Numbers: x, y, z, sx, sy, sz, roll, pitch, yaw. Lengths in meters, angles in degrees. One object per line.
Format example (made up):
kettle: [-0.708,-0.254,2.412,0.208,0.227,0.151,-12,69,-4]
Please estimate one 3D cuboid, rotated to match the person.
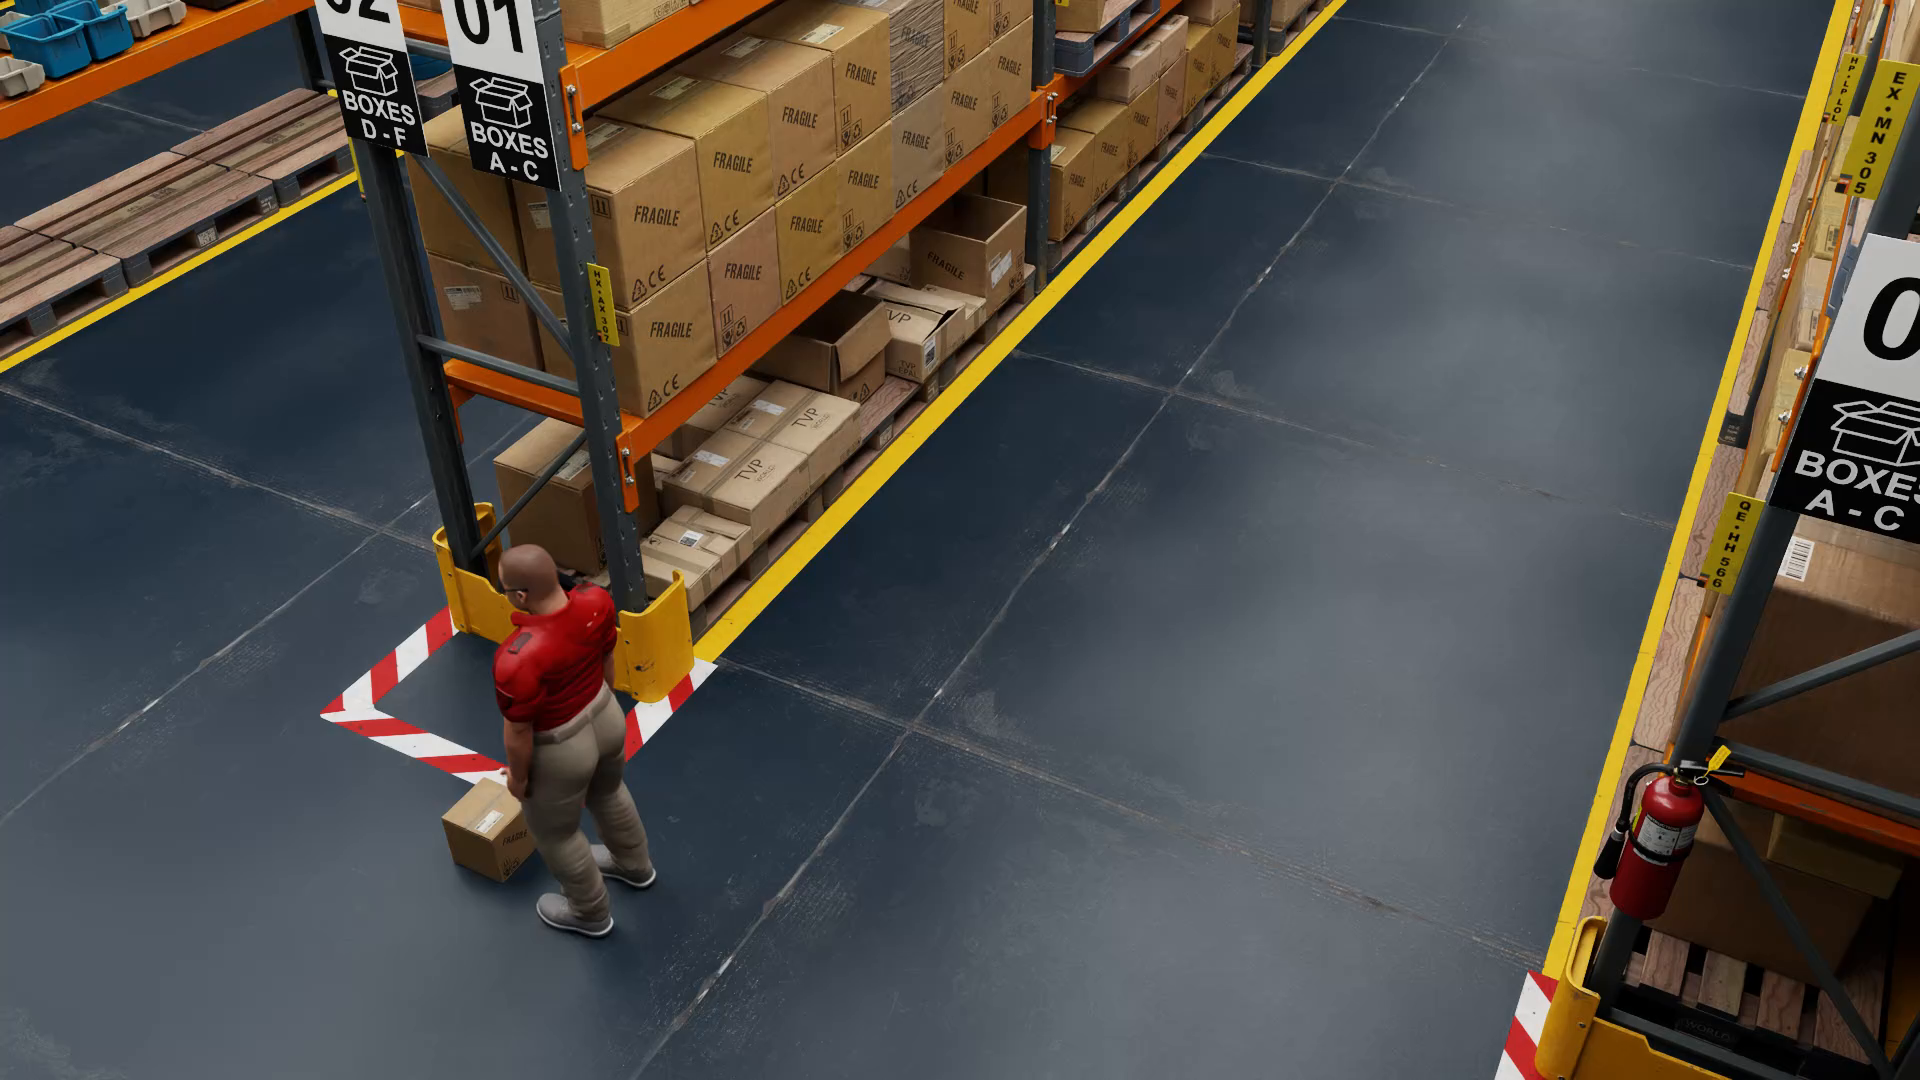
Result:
person: [-1.406,0.703,5.863,0.359,1.721,0.529,18,41,22]
